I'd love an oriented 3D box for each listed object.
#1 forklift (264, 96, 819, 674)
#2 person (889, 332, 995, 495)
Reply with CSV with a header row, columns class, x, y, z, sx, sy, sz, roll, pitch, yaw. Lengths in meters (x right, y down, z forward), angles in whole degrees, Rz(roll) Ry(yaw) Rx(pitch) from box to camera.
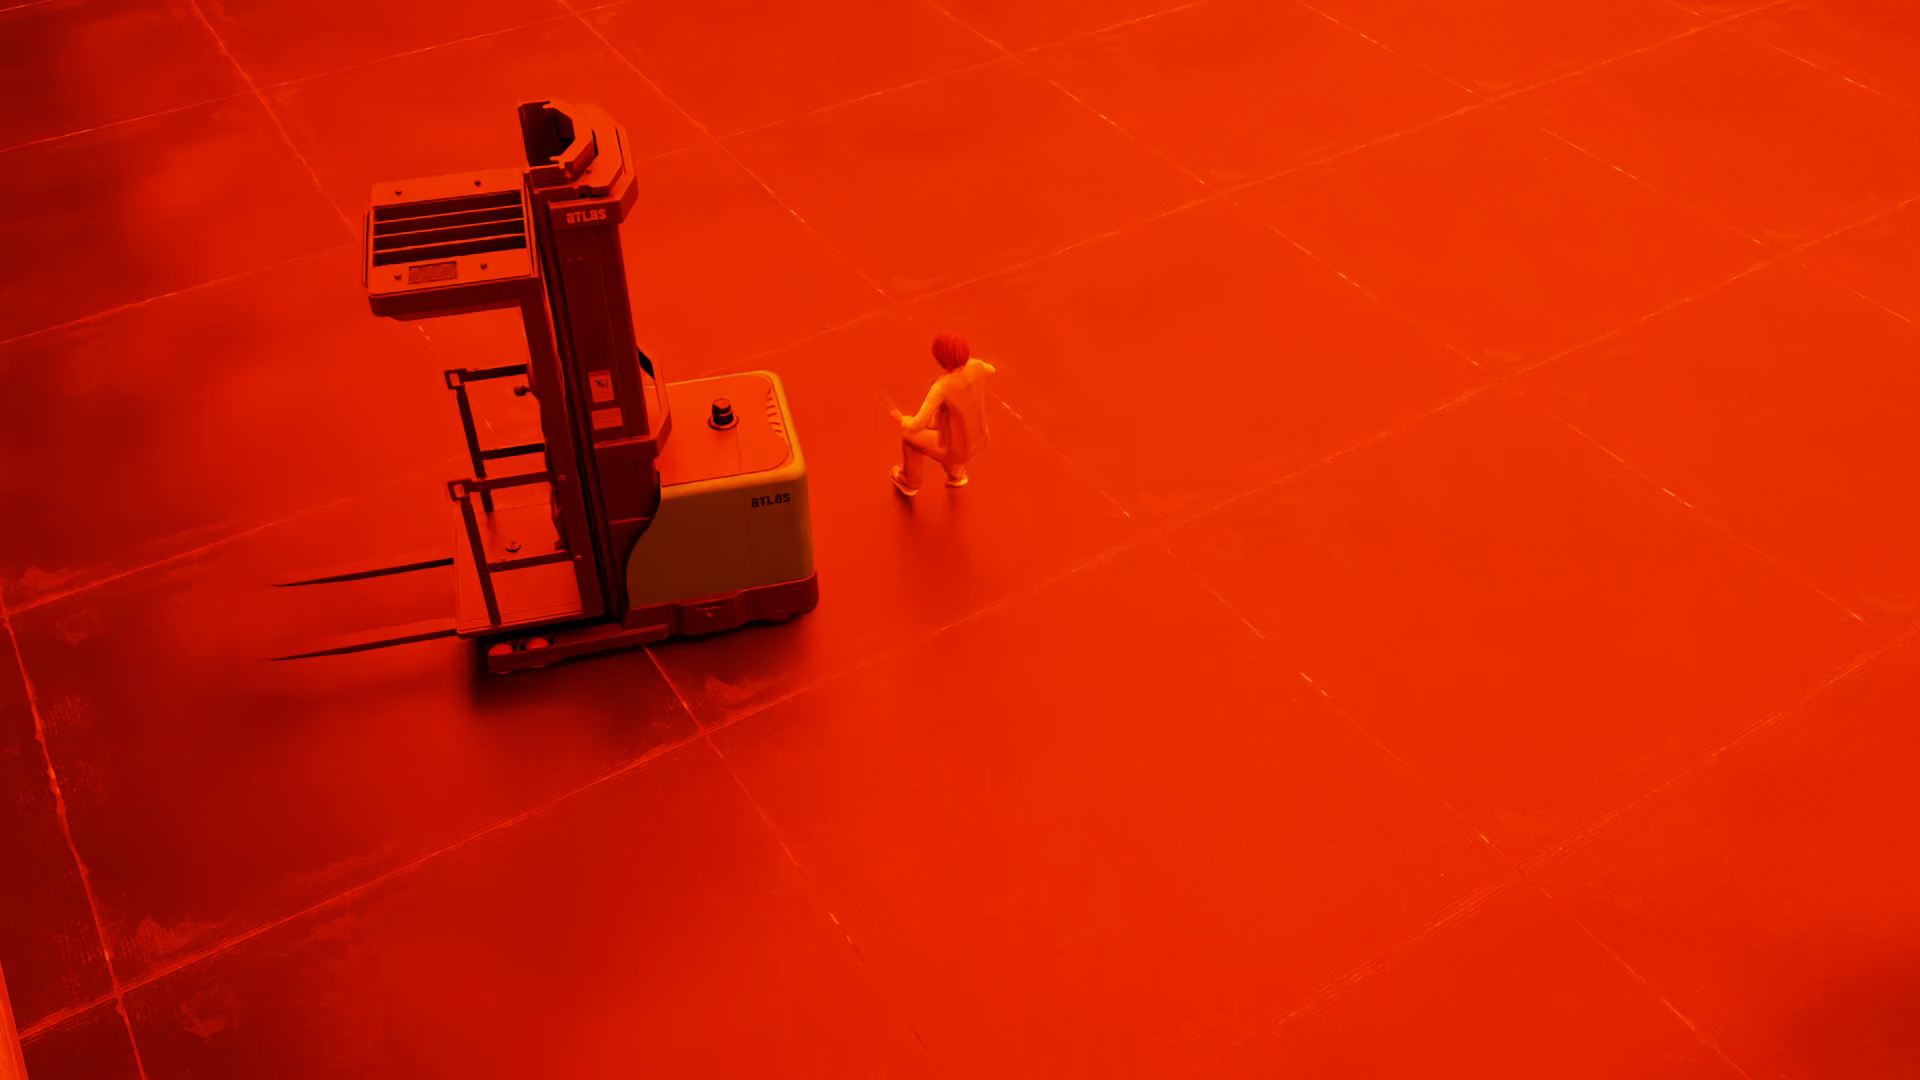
class,x,y,z,sx,sy,sz,roll,pitch,yaw
forklift,-2.387,-0.746,8.725,3.031,2.935,1.130,-9,42,-11
person,-0.182,-0.721,9.855,0.760,1.395,0.689,27,48,27
